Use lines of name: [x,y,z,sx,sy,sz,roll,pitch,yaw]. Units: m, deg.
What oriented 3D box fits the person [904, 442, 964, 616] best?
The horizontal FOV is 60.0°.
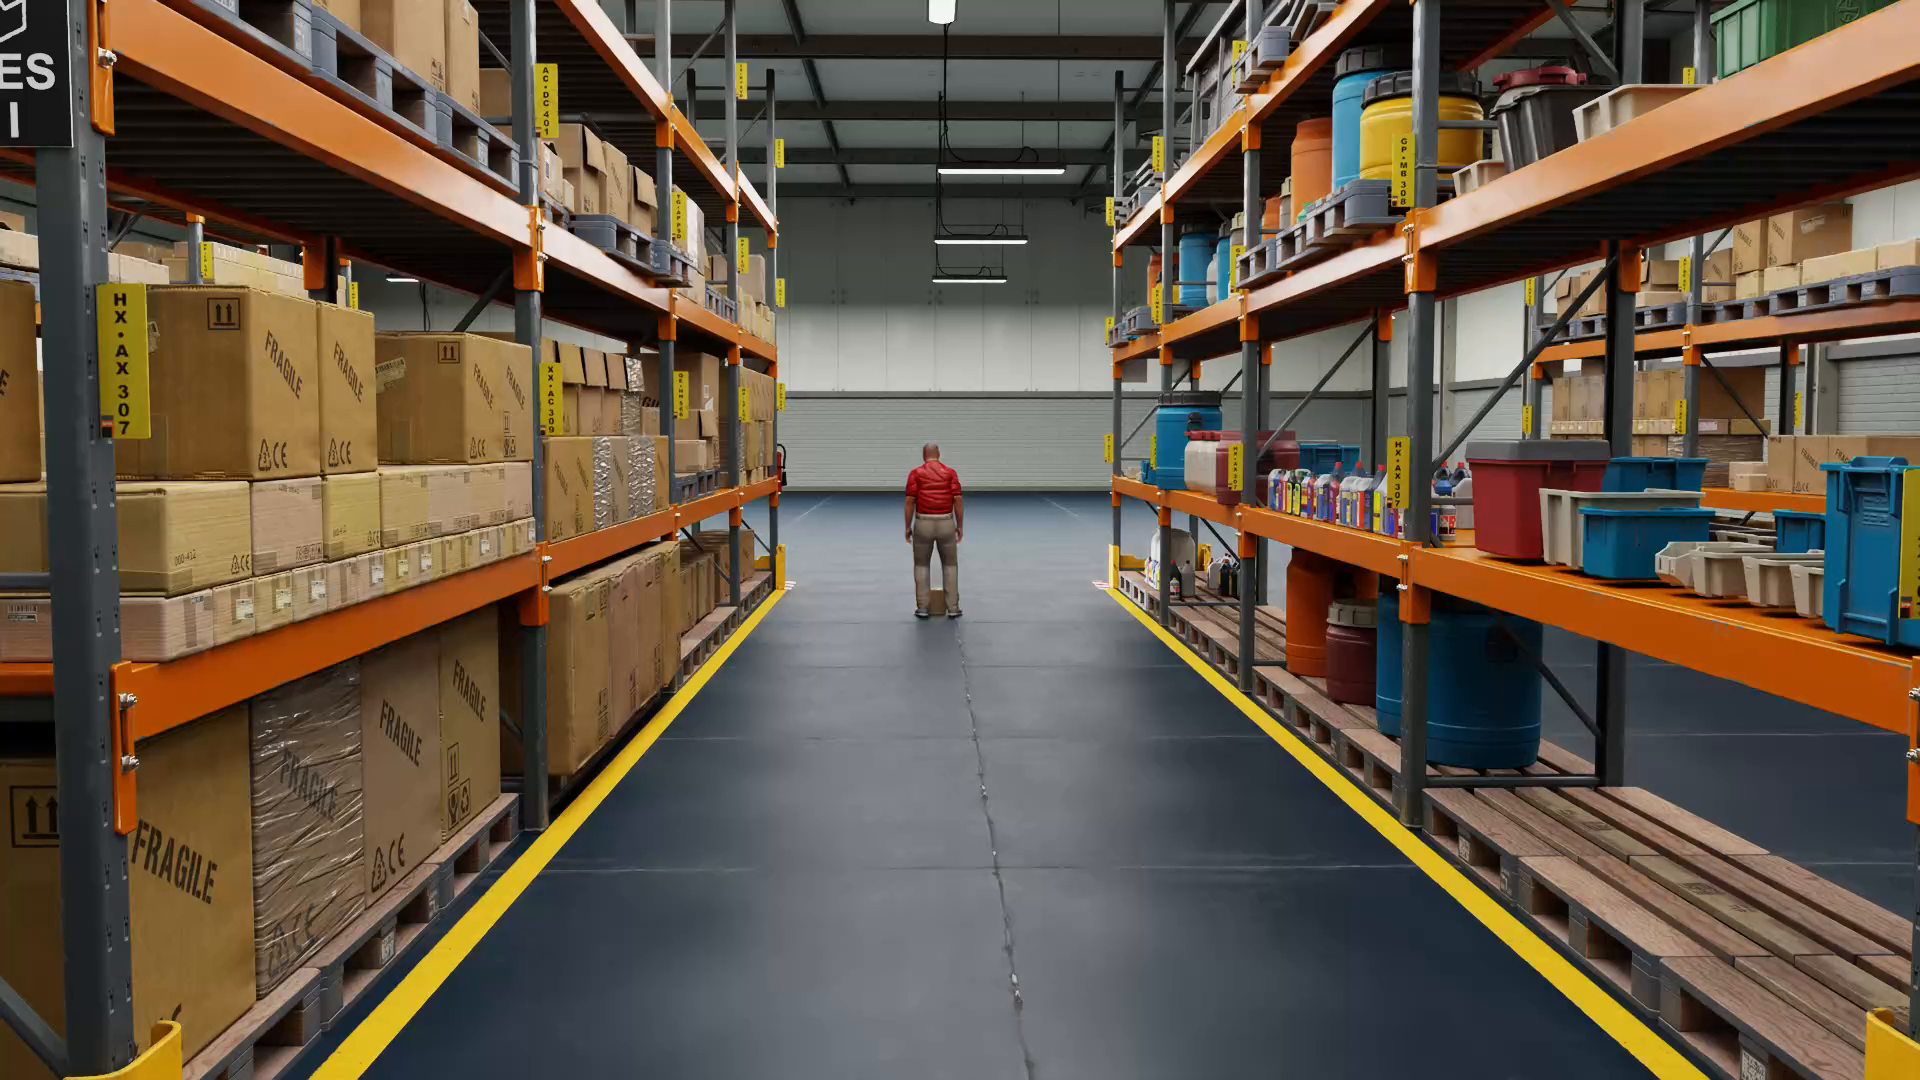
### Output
person: [-0.254,-0.105,16.464,0.595,1.725,0.393,0,4,-5]
